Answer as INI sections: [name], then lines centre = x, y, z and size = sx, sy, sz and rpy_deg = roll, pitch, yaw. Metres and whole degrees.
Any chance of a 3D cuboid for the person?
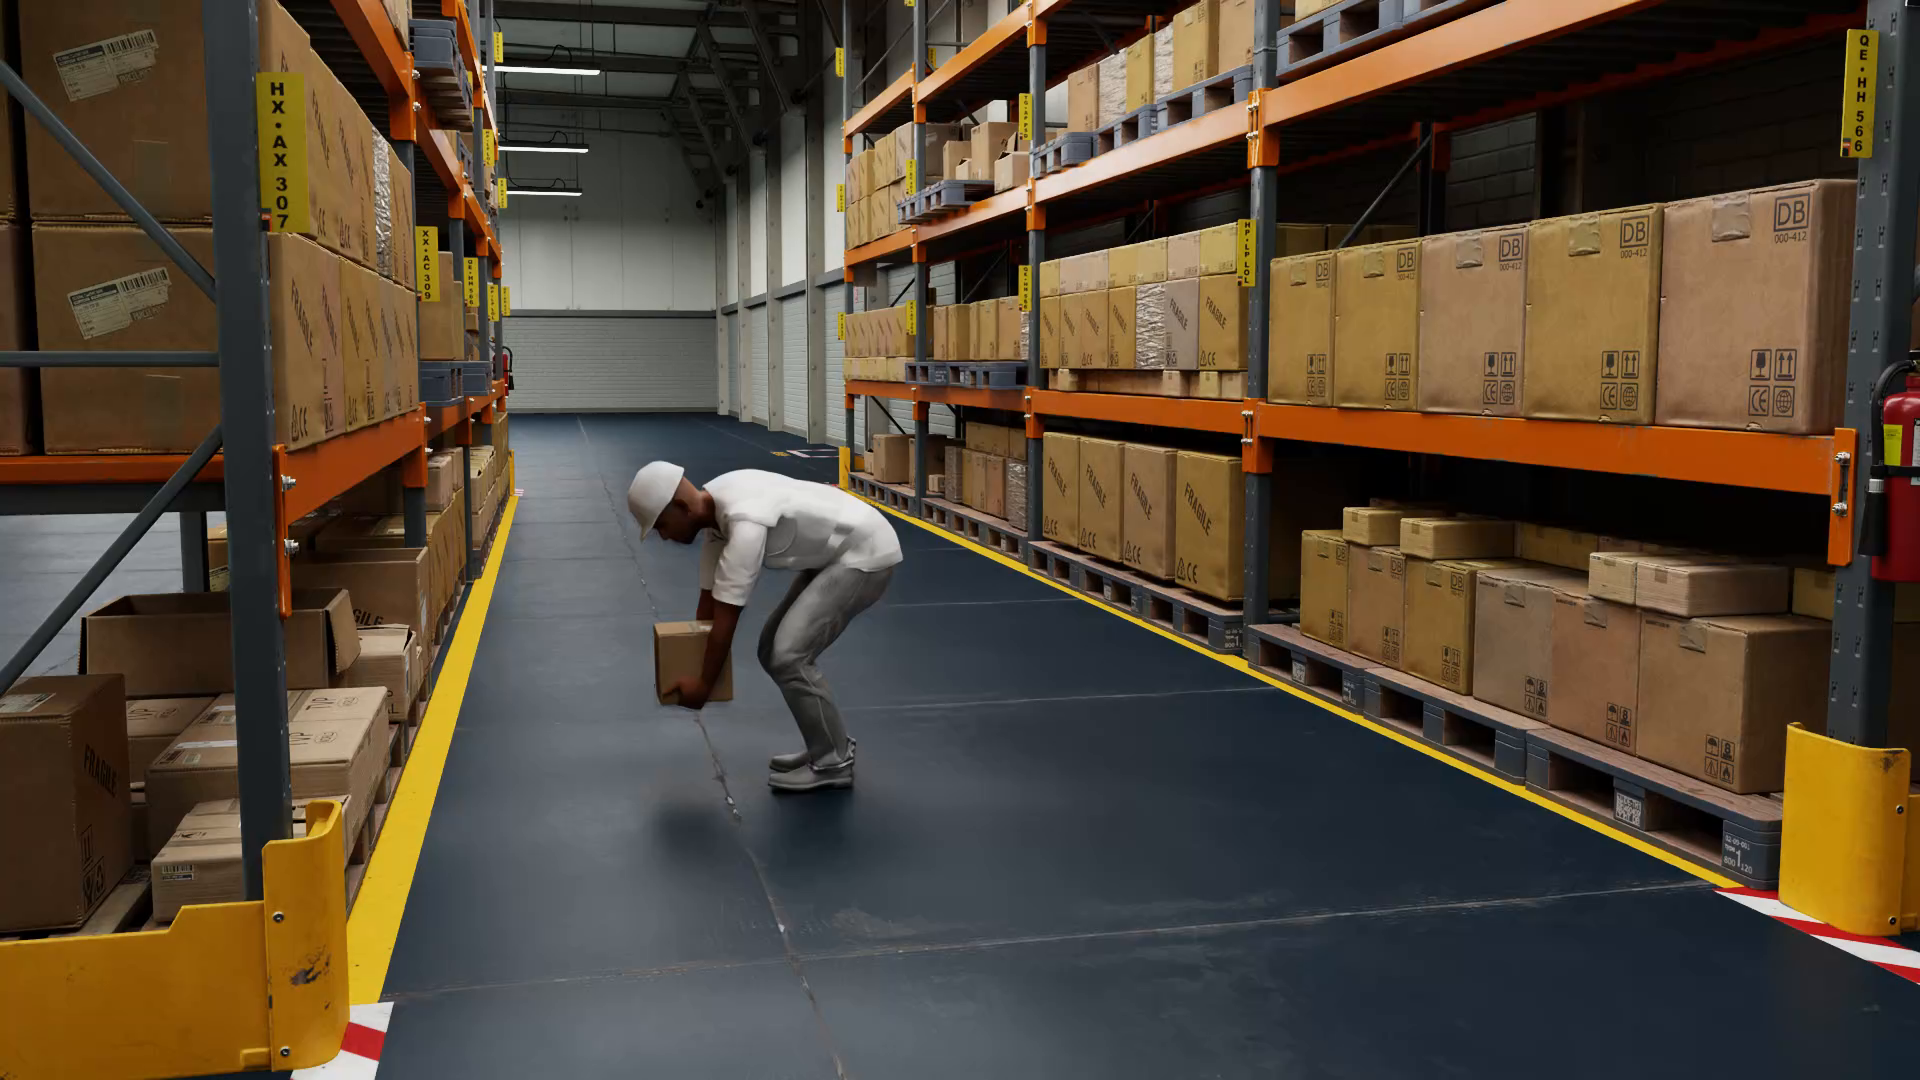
[person]
centre = -0.684, 0.296, 5.895
size = 0.957, 1.164, 0.507
rpy_deg = -2, 6, -16
